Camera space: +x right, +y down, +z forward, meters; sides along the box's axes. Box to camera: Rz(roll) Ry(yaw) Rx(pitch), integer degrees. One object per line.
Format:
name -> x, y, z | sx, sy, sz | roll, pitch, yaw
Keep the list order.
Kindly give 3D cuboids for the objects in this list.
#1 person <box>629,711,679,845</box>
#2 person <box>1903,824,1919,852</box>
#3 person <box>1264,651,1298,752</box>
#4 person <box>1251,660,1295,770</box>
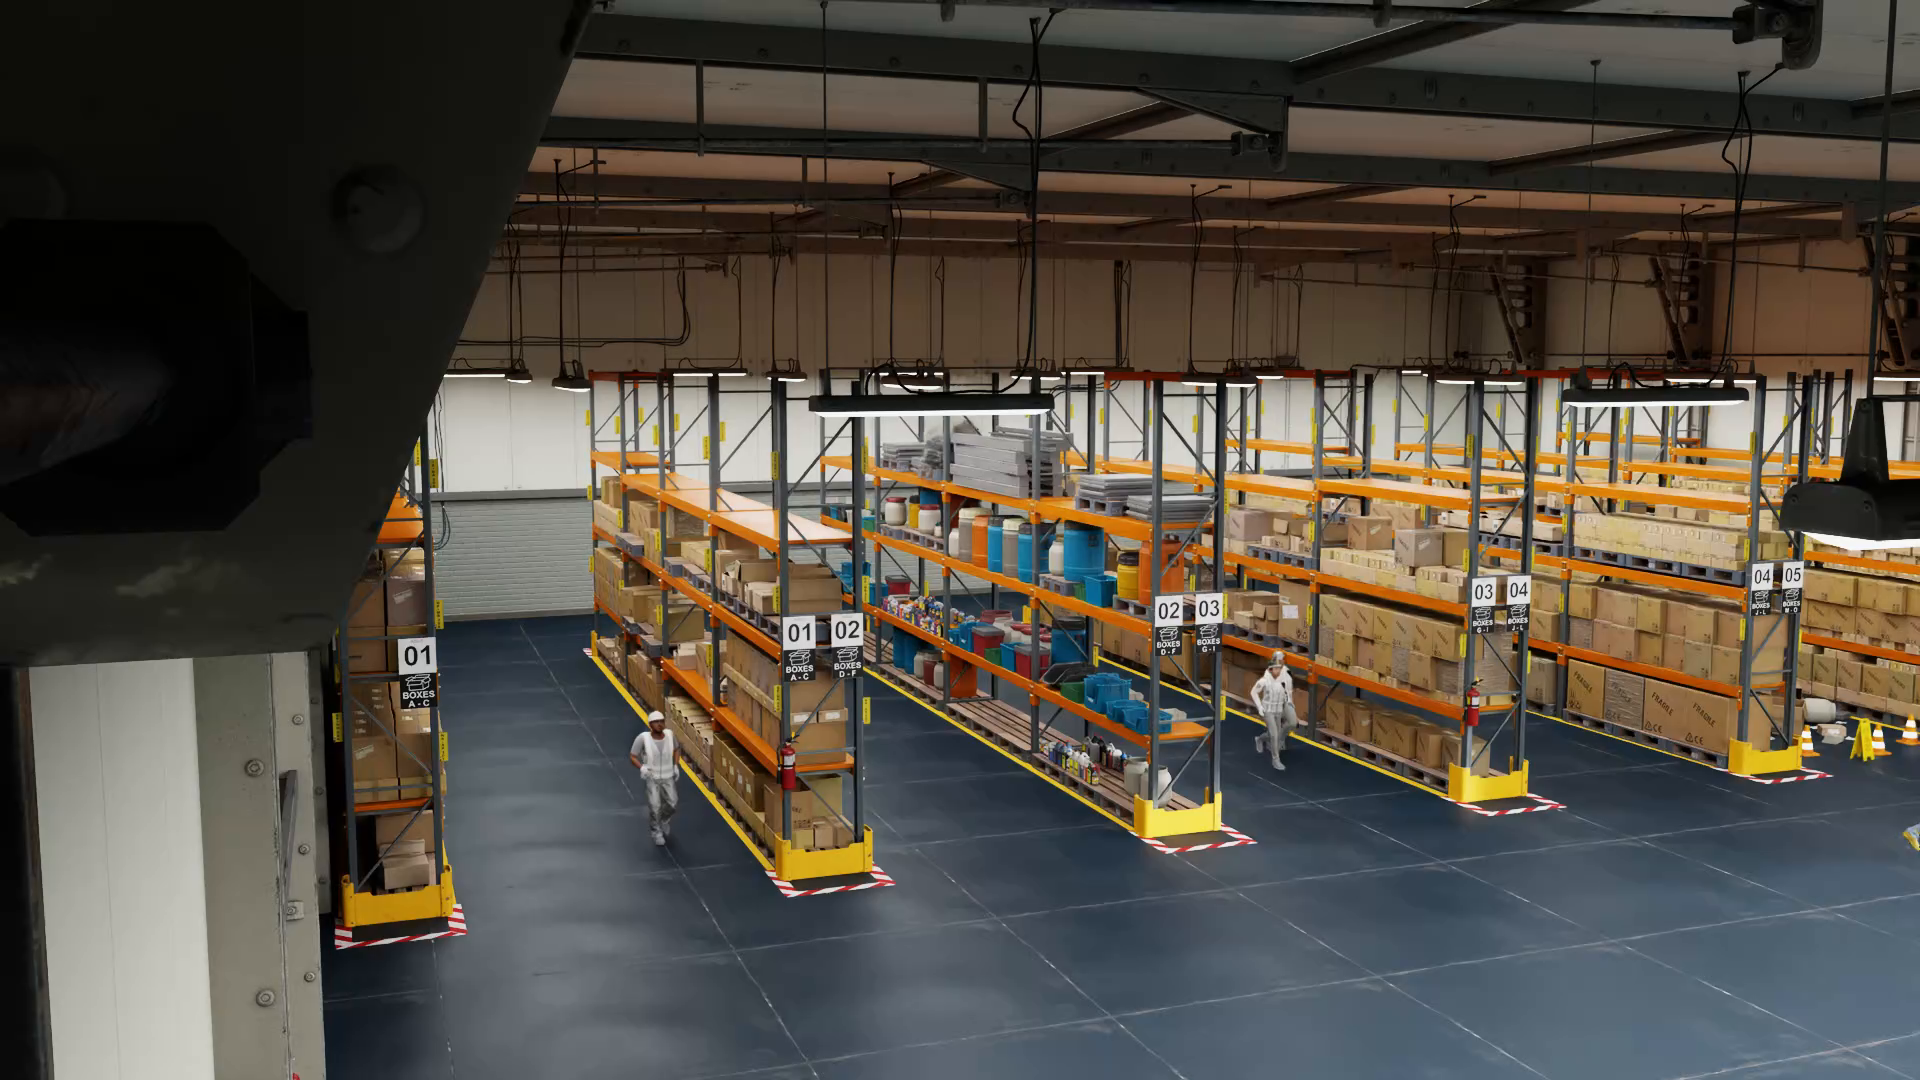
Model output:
person -> -3.909, 3.068, 21.471 | 0.686, 1.743, 0.581 | -3, 7, -26
person -> 12.366, 3.137, 20.856 | 0.954, 1.769, 0.709 | 2, 7, 19
person -> 5.102, 2.575, 26.379 | 0.591, 1.638, 0.576 | -3, 7, -24
person -> 4.779, 2.648, 25.685 | 0.597, 1.675, 0.828 | -3, 7, -25
